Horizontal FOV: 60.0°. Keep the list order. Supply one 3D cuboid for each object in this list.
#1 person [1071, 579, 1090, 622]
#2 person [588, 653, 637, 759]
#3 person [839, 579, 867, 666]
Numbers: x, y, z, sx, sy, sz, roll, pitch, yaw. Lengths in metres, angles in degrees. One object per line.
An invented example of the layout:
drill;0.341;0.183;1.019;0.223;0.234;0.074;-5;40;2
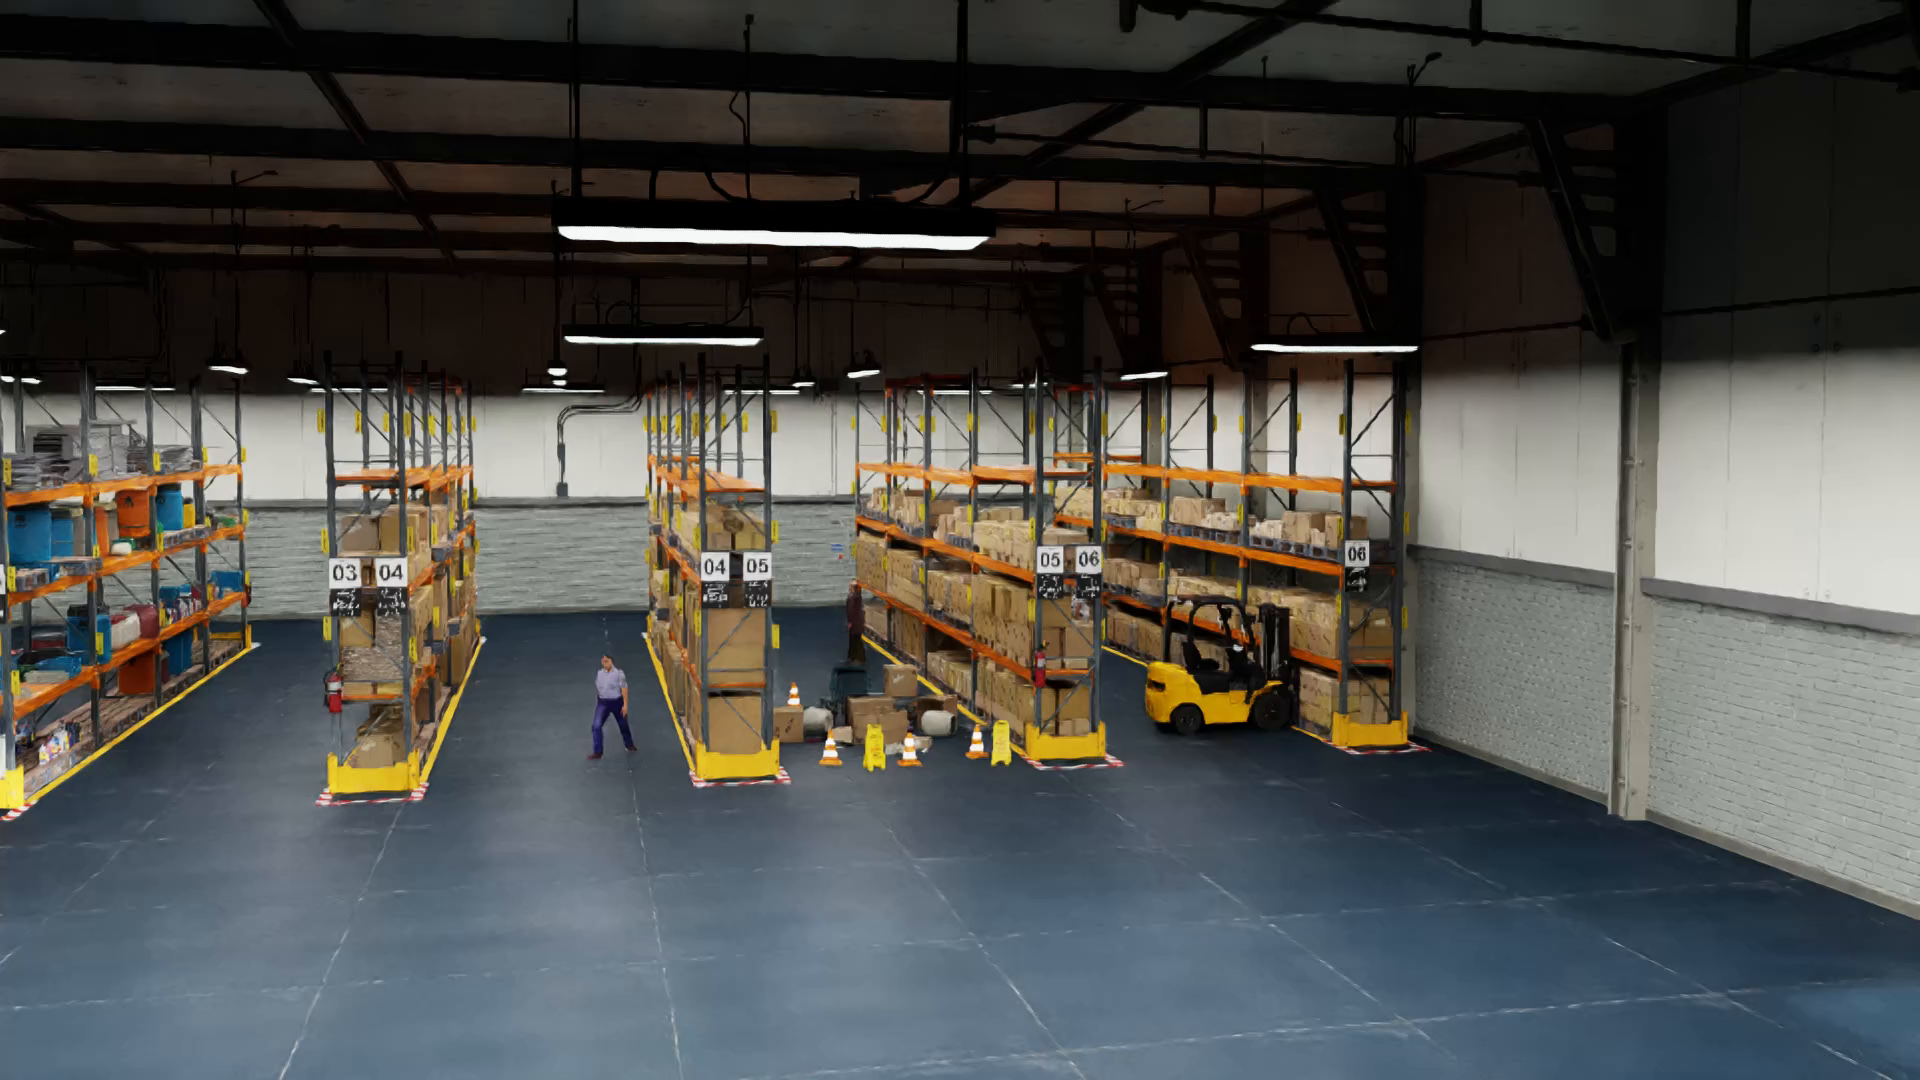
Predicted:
person;2.546;1.628;35.755;0.598;1.743;0.675;0;4;7
person;-5.225;2.482;25.037;0.531;1.556;0.945;1;4;8
person;-2.229;1.703;34.465;0.648;1.765;0.690;0;4;7
